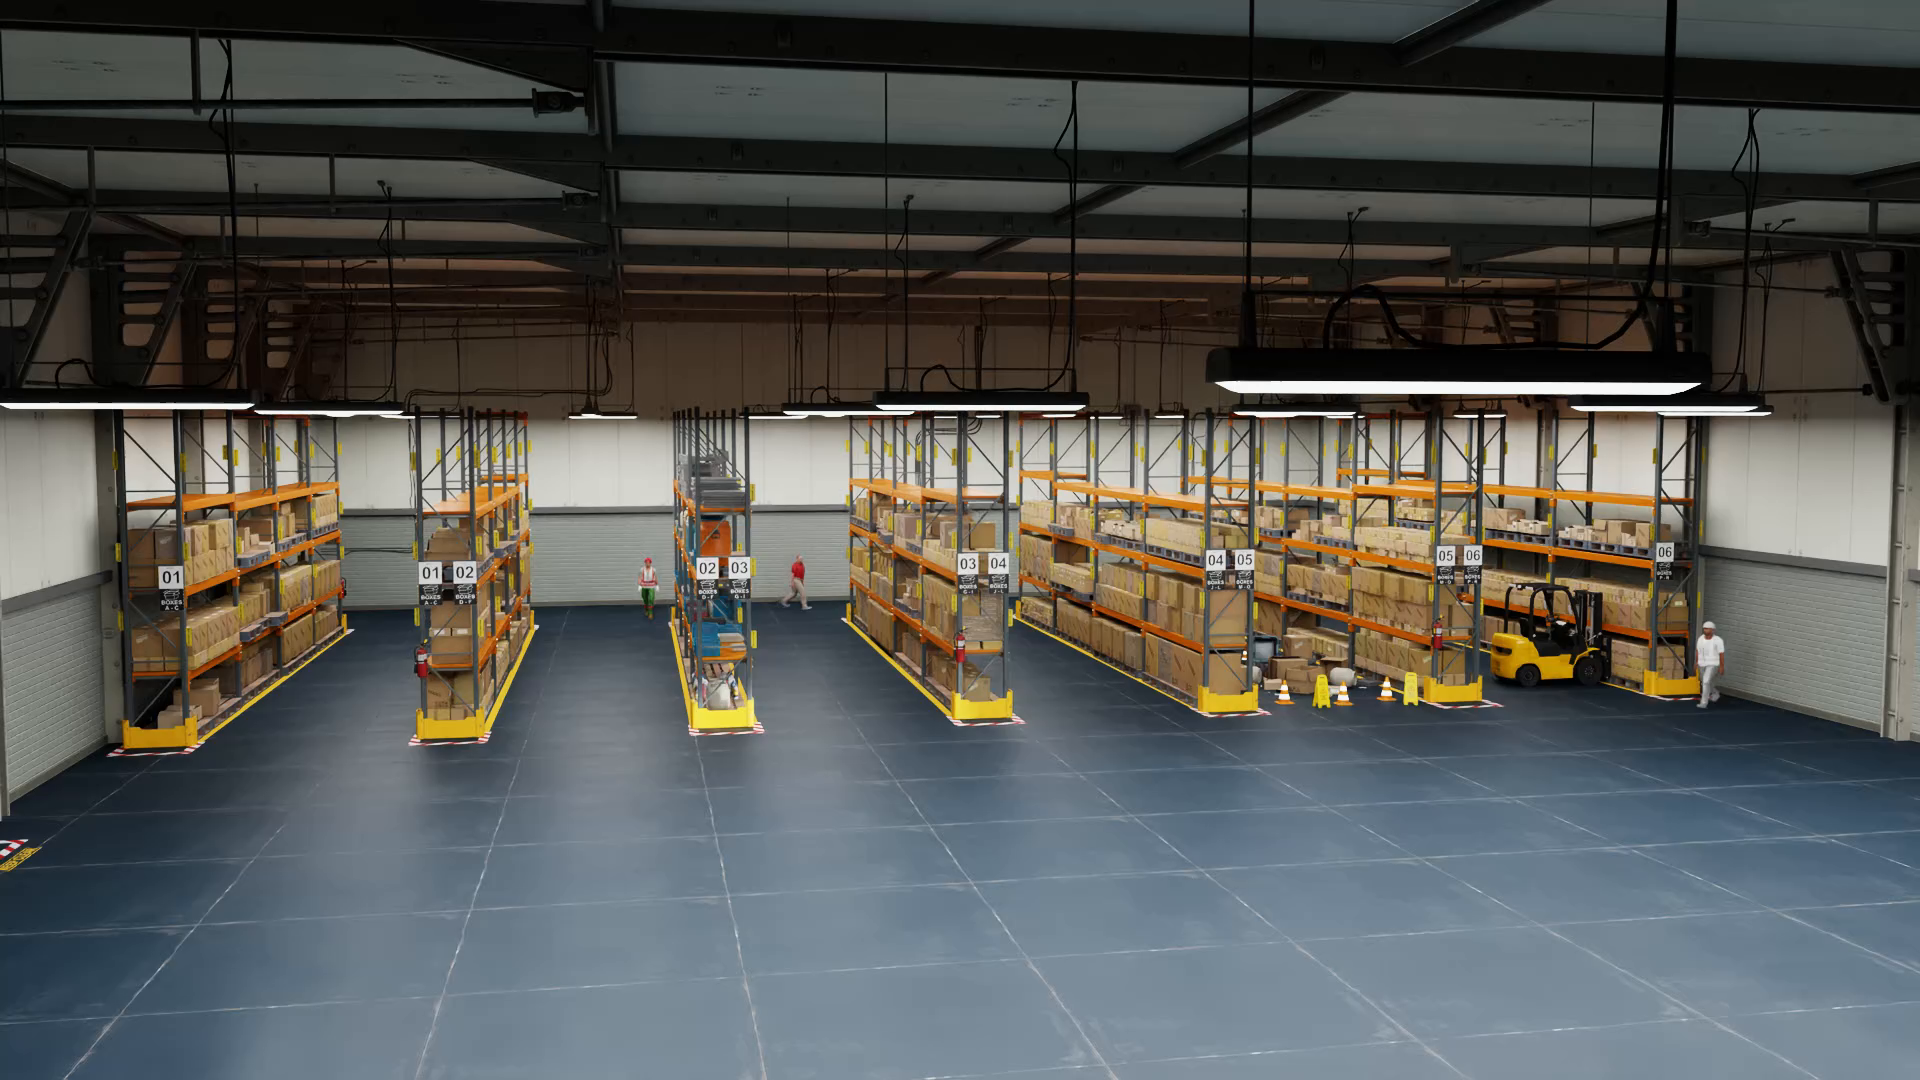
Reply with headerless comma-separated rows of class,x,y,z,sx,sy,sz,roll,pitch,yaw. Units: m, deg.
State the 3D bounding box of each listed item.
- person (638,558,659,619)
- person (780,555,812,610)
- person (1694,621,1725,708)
person,-9.098,1.388,48.429,0.552,1.740,1.021,0,4,-2
person,-4.980,1.277,50.714,1.064,1.668,0.512,1,4,11
person,15.019,2.488,33.299,1.019,1.729,0.573,-3,5,-35
